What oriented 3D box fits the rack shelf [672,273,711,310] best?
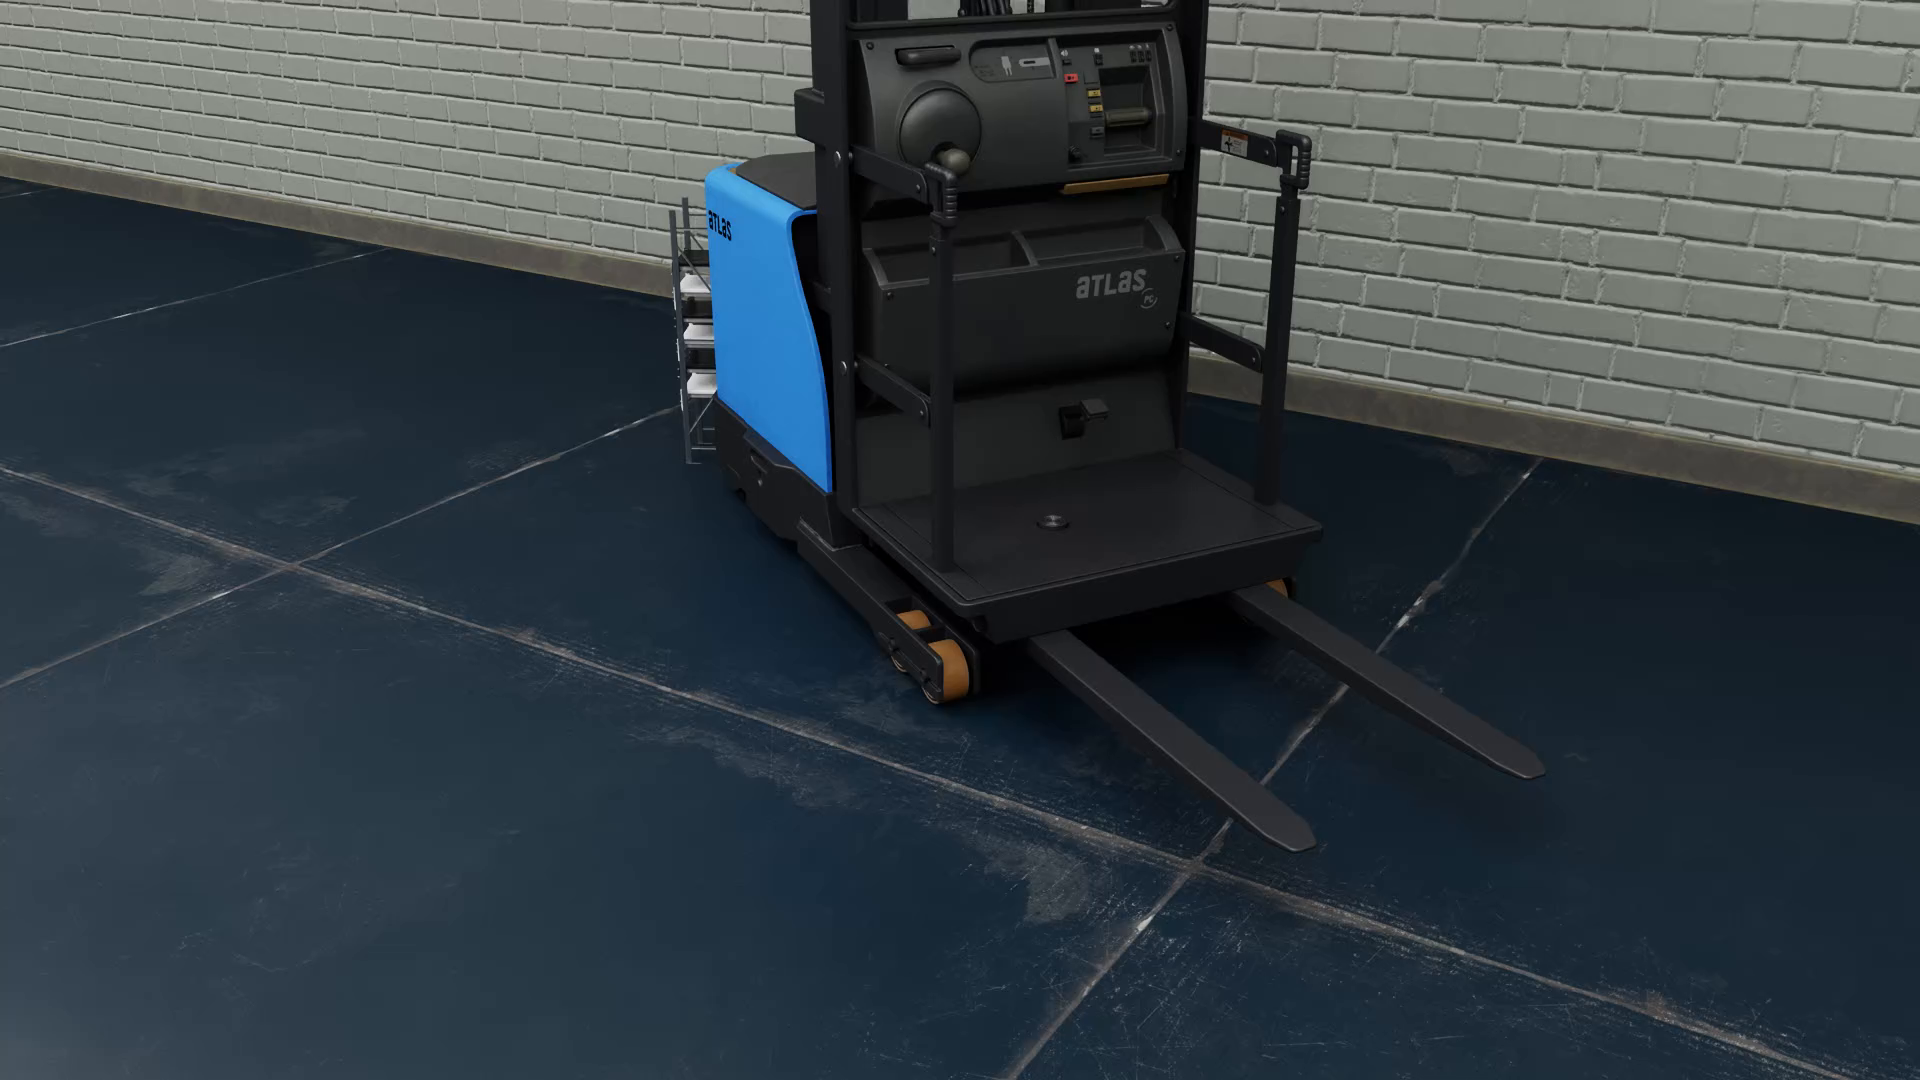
[{"bbox_3d":[-0.839,-0.853,5.719,0.258,0.077,0.200,1,23,3],"label":"rack shelf"}]

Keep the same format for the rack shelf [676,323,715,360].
[{"bbox_3d":[-0.839,-0.688,5.790,0.258,0.077,0.200,1,23,3],"label":"rack shelf"}]

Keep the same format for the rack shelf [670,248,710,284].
[{"bbox_3d":[-0.839,-0.936,5.683,0.258,0.077,0.200,1,23,3],"label":"rack shelf"}]

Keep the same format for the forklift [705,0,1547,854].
[{"bbox_3d":[0.278,-1.124,4.157,1.130,2.935,3.031,-11,26,-24],"label":"forklift"}]

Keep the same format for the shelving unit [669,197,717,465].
[{"bbox_3d":[-0.839,-0.718,5.777,0.258,0.900,0.210,1,23,3],"label":"shelving unit"}]

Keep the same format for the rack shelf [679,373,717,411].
[{"bbox_3d":[-0.839,-0.523,5.862,0.258,0.077,0.200,1,23,3],"label":"rack shelf"}]

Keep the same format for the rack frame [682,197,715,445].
[{"bbox_3d":[-0.834,-0.759,5.870,0.240,0.900,0.006,1,23,3],"label":"rack frame"}]

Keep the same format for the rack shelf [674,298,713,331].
[{"bbox_3d":[-0.839,-0.770,5.754,0.258,0.077,0.200,1,23,3],"label":"rack shelf"}]

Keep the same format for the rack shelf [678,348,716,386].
[{"bbox_3d":[-0.839,-0.605,5.826,0.258,0.077,0.200,1,23,3],"label":"rack shelf"}]

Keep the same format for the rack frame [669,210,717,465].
[{"bbox_3d":[-0.845,-0.678,5.684,0.240,0.900,0.006,1,23,3],"label":"rack frame"}]
